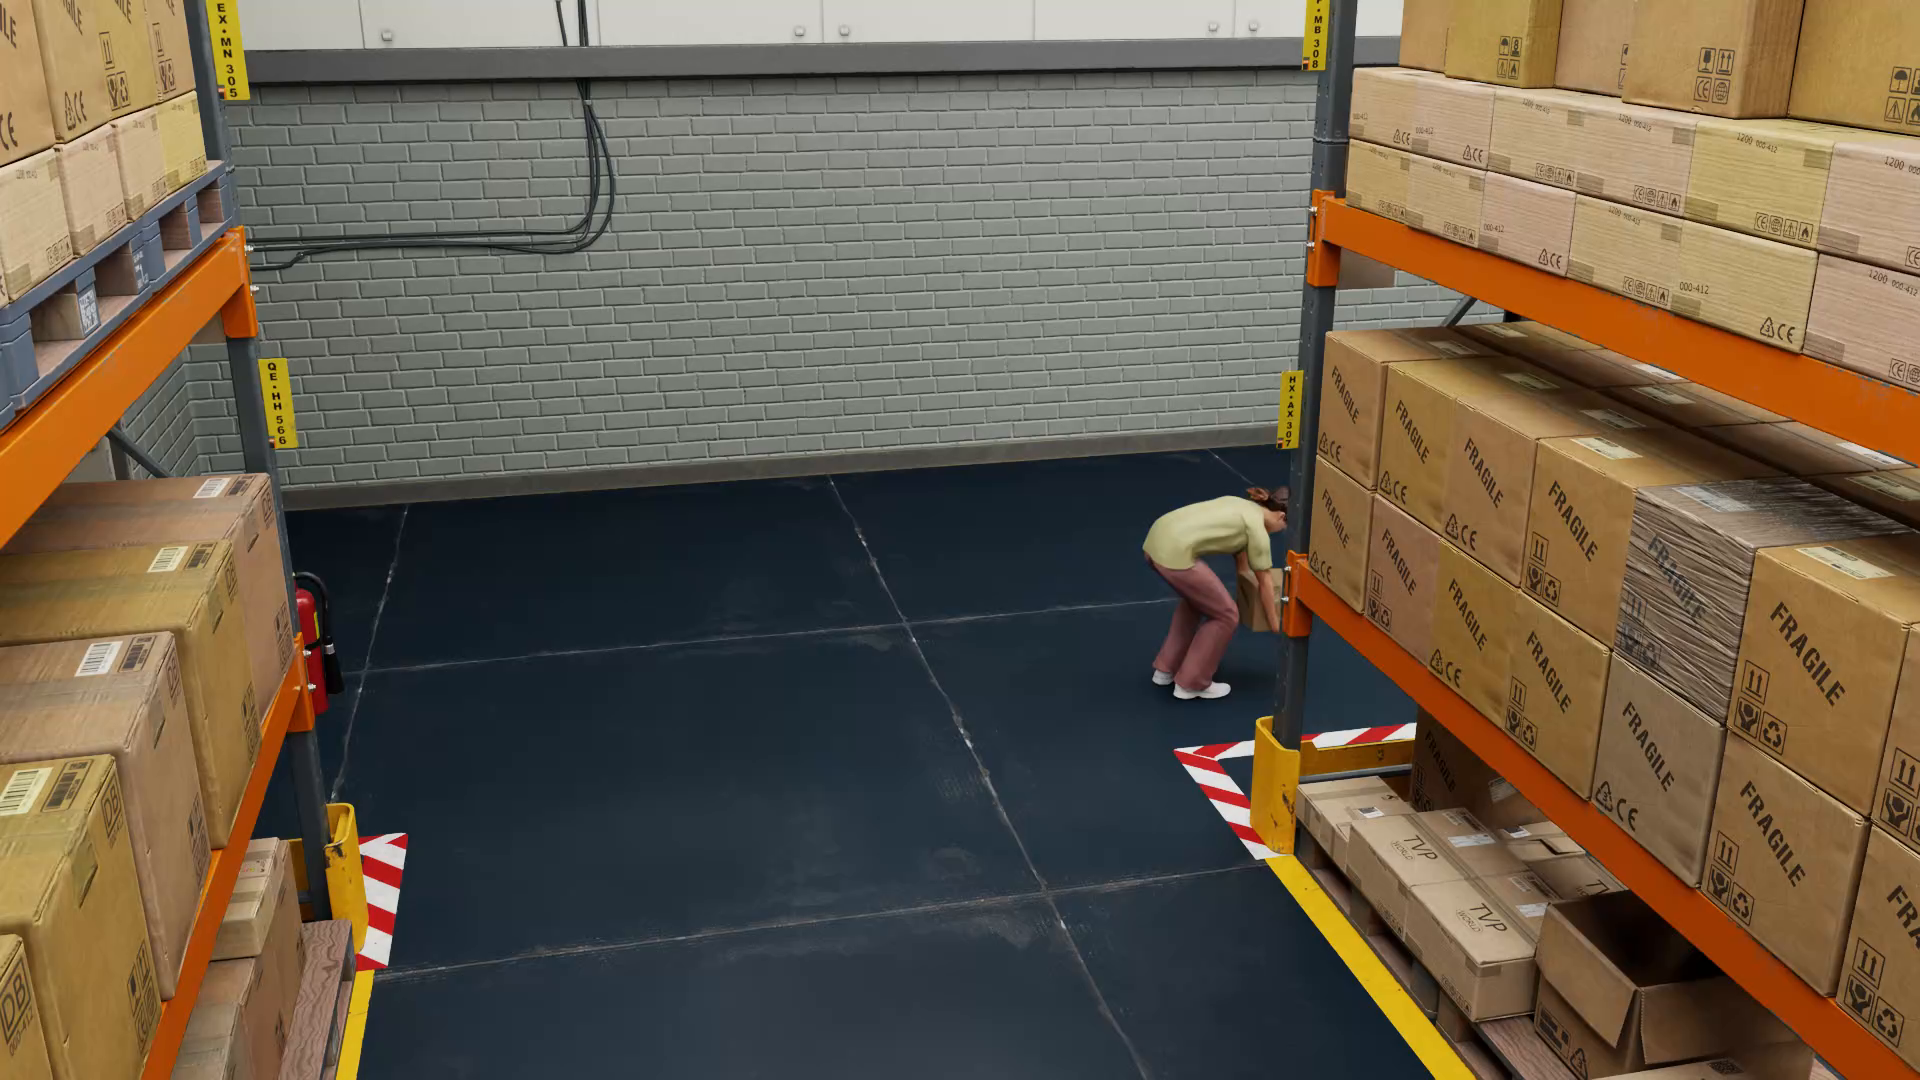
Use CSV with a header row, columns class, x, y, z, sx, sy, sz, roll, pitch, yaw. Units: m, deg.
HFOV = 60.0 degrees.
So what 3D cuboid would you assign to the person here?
class,x,y,z,sx,sy,sz,roll,pitch,yaw
person,1.374,0.257,8.705,0.860,1.104,0.448,-5,20,-15
